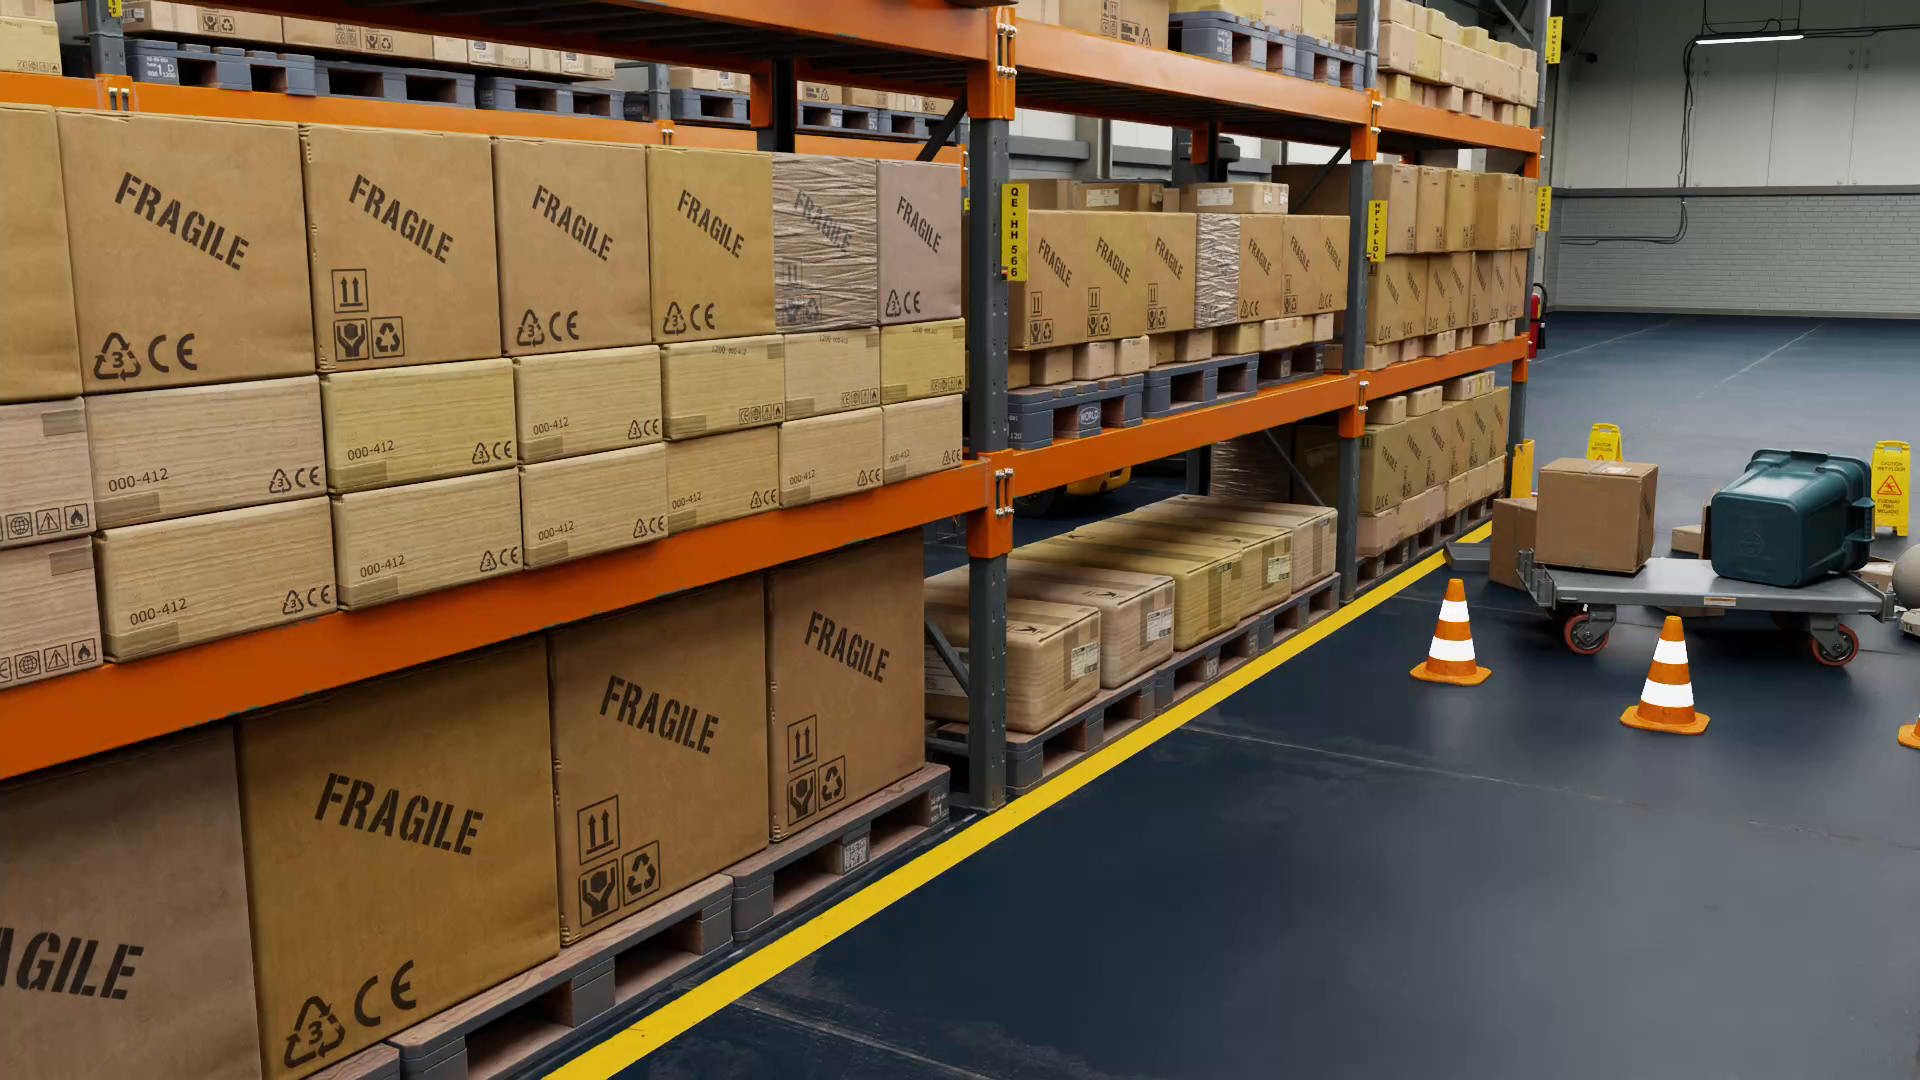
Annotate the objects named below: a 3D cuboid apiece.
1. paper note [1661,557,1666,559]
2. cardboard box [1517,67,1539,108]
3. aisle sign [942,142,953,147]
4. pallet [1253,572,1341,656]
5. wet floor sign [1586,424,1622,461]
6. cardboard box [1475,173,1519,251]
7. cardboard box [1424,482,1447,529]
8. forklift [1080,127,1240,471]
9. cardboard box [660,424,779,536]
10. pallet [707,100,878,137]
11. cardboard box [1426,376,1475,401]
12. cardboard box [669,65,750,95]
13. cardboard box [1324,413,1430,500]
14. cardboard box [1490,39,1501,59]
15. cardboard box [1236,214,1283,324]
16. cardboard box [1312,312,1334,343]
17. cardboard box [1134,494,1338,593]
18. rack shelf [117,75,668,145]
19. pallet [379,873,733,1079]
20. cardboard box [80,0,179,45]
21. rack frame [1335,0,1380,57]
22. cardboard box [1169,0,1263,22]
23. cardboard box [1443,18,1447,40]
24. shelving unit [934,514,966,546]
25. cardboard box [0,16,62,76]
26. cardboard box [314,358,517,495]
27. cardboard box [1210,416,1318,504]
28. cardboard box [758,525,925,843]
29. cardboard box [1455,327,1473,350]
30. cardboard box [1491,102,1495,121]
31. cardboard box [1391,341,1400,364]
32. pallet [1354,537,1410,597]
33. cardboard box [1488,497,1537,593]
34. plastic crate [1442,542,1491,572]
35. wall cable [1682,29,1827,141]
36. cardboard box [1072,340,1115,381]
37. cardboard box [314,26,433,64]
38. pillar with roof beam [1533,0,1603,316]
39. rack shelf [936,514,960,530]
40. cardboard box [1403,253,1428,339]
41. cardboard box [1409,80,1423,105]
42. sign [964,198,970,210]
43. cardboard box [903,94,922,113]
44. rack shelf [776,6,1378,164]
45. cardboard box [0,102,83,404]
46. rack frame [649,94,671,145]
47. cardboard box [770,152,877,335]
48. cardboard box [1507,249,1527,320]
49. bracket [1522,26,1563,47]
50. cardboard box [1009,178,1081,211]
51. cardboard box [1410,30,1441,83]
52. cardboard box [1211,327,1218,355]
[{"bbox_3d":[4.506,0.133,10.604,0.142,0.019,0.148,-8,13,-38],"label":"paper note"},{"bbox_3d":[3.829,-3.230,11.920,0.500,0.250,0.500,6,12,30],"label":"cardboard box"},{"bbox_3d":[-0.095,-3.523,14.973,0.394,0.787,0.004,6,12,31],"label":"aisle sign"},{"bbox_3d":[1.385,0.333,9.018,1.003,0.211,1.213,6,12,31],"label":"pallet"},{"bbox_3d":[4.878,-0.560,12.607,0.232,0.644,0.267,-8,13,-38],"label":"wet floor sign"},{"bbox_3d":[3.340,-2.206,11.205,0.700,0.500,0.500,6,12,30],"label":"cardboard box"},{"bbox_3d":[2.865,-0.251,10.890,0.500,0.250,0.500,6,12,30],"label":"cardboard box"},{"bbox_3d":[1.554,-2.089,14.562,3.031,2.935,1.130,3,11,16],"label":"forklift"},{"bbox_3d":[-0.857,-0.194,4.661,0.500,0.250,0.500,6,12,30],"label":"cardboard box"},{"bbox_3d":[-1.402,-3.393,13.429,1.003,0.211,1.213,6,12,31],"label":"pallet"},{"bbox_3d":[3.267,-1.036,11.283,0.380,0.149,0.250,7,13,33],"label":"cardboard box"},{"bbox_3d":[-1.816,-3.428,12.205,0.500,0.311,0.500,7,13,32],"label":"cardboard box"},{"bbox_3d":[2.593,-0.536,10.375,0.500,0.500,0.500,7,13,33],"label":"cardboard box"},{"bbox_3d":[3.482,-3.337,11.408,0.380,0.149,0.250,6,12,31],"label":"cardboard box"},{"bbox_3d":[1.215,-1.309,7.988,0.500,0.500,0.500,7,13,33],"label":"cardboard box"},{"bbox_3d":[1.757,-1.136,8.828,0.380,0.149,0.250,7,12,32],"label":"cardboard box"},{"bbox_3d":[1.518,0.007,9.178,0.950,0.372,0.625,7,12,31],"label":"cardboard box"},{"bbox_3d":[-3.495,-2.440,10.056,1.077,0.370,4.000,6,12,31],"label":"rack shelf"},{"bbox_3d":[-1.397,1.147,4.668,1.003,0.211,1.213,6,12,31],"label":"pallet"},{"bbox_3d":[-4.376,-2.800,9.015,0.500,0.250,0.500,6,12,31],"label":"cardboard box"},{"bbox_3d":[1.788,-4.109,8.864,1.000,3.000,0.127,6,12,31],"label":"rack frame"},{"bbox_3d":[1.076,-2.503,7.701,0.500,0.250,0.500,7,12,31],"label":"cardboard box"},{"bbox_3d":[2.730,-3.089,10.080,0.380,0.149,0.250,6,12,29],"label":"cardboard box"},{"bbox_3d":[-0.028,-0.508,11.227,0.215,1.050,0.252,6,12,31],"label":"shelving unit"},{"bbox_3d":[-4.592,-2.302,7.769,0.500,0.250,0.500,6,12,29],"label":"cardboard box"},{"bbox_3d":[-1.365,-0.278,3.752,0.500,0.250,0.500,7,12,31],"label":"cardboard box"},{"bbox_3d":[1.866,-0.503,10.196,0.500,0.500,0.500,6,12,30],"label":"cardboard box"},{"bbox_3d":[-0.719,0.407,5.675,0.875,0.875,0.875,6,12,30],"label":"cardboard box"},{"bbox_3d":[3.249,-1.379,11.266,0.380,0.149,0.250,6,12,30],"label":"cardboard box"},{"bbox_3d":[3.462,-2.943,11.471,0.380,0.149,0.250,6,12,31],"label":"cardboard box"},{"bbox_3d":[2.424,-1.145,10.018,0.380,0.149,0.250,6,12,30],"label":"cardboard box"},{"bbox_3d":[2.106,0.101,10.255,1.003,0.211,1.213,6,12,31],"label":"pallet"},{"bbox_3d":[3.507,0.028,9.852,0.500,0.500,0.500,-4,11,-18],"label":"cardboard box"},{"bbox_3d":[3.304,0.106,10.585,0.402,0.080,0.583,2,11,11],"label":"plastic crate"},{"bbox_3d":[19.036,-10.941,40.072,3.097,2.526,0.112,6,12,31],"label":"wall cable"},{"bbox_3d":[0.396,-0.728,6.645,0.380,0.149,0.250,5,12,27],"label":"cardboard box"},{"bbox_3d":[-3.420,-3.035,9.592,0.500,0.500,0.500,7,13,32],"label":"cardboard box"},{"bbox_3d":[17.743,-9.495,37.635,9.100,9.000,0.548,6,12,31],"label":"pillar with roof beam"},{"bbox_3d":[-0.028,-0.224,11.280,0.215,0.259,0.240,6,12,31],"label":"rack shelf"},{"bbox_3d":[2.495,-1.480,10.041,0.500,0.500,0.500,6,12,30],"label":"cardboard box"},{"bbox_3d":[2.541,-2.658,9.946,0.380,0.149,0.250,7,13,32],"label":"cardboard box"},{"bbox_3d":[0.077,-2.895,14.890,0.100,0.325,0.005,6,12,31],"label":"sign"},{"bbox_3d":[-0.550,-3.710,14.155,0.380,0.149,0.250,6,12,29],"label":"cardboard box"},{"bbox_3d":[0.749,-1.967,7.526,1.077,0.370,4.000,6,12,31],"label":"rack shelf"},{"bbox_3d":[-1.892,-0.485,2.817,0.500,0.500,0.500,7,12,31],"label":"cardboard box"},{"bbox_3d":[-2.457,-1.634,11.946,1.000,3.000,0.127,6,12,31],"label":"rack frame"},{"bbox_3d":[-0.593,-0.884,4.952,0.500,0.500,0.500,7,12,32],"label":"cardboard box"},{"bbox_3d":[3.818,-1.873,12.144,0.500,0.500,0.500,6,12,30],"label":"cardboard box"},{"bbox_3d":[12.814,-11.172,36.806,0.076,0.066,4.783,6,12,31],"label":"bracket"},{"bbox_3d":[0.319,-1.536,7.439,0.380,0.149,0.250,6,12,28],"label":"cardboard box"},{"bbox_3d":[2.510,-2.832,9.795,0.500,0.250,0.500,6,12,30],"label":"cardboard box"},{"bbox_3d":[0.990,-0.946,7.809,0.380,0.149,0.250,6,12,29],"label":"cardboard box"}]
